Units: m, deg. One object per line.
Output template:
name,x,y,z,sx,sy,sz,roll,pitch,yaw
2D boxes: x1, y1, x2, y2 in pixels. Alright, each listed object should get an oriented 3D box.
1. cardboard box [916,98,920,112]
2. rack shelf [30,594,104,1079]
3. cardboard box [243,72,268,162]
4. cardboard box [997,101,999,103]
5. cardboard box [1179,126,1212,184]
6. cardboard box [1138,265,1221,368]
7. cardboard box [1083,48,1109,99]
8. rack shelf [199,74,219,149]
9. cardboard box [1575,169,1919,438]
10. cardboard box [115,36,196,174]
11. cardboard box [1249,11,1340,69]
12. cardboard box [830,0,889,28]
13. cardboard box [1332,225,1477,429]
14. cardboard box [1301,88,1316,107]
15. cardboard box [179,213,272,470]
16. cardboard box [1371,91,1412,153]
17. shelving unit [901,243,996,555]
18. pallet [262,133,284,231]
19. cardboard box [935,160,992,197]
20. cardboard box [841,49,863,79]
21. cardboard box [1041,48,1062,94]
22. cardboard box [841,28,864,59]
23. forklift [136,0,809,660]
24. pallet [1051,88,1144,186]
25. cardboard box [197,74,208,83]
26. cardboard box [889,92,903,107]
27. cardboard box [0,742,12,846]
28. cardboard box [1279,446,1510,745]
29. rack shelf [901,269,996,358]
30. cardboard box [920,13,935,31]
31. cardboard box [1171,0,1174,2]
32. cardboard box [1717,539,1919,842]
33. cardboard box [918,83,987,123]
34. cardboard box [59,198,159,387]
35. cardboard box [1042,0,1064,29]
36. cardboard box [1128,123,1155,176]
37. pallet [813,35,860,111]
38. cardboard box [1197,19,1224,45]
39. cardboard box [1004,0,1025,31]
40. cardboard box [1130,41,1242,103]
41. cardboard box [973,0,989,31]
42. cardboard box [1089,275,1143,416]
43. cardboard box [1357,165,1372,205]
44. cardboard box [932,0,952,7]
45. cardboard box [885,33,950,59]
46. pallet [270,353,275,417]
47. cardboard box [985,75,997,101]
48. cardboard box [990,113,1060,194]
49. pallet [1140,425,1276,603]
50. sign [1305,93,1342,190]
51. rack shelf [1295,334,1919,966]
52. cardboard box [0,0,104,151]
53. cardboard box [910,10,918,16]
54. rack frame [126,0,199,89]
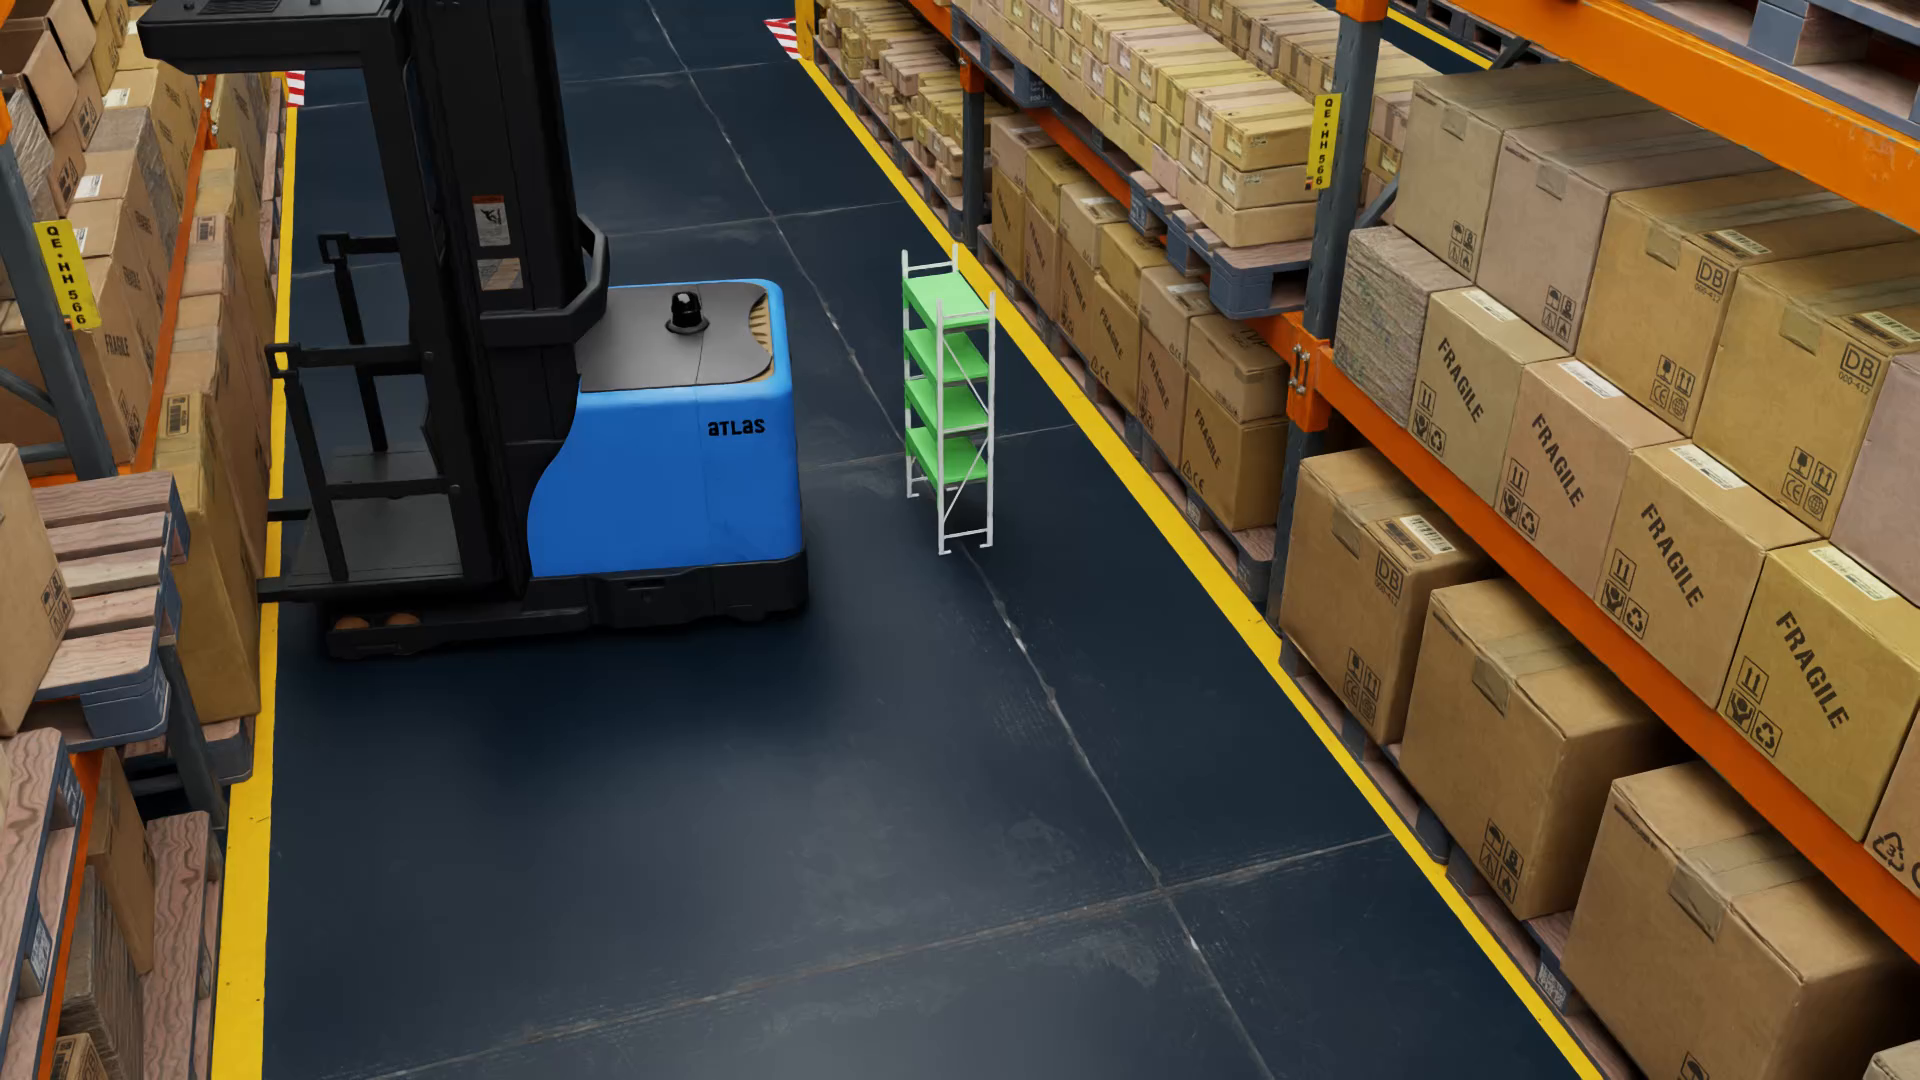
cardboard box,-0.064,-2.725,10.588,0.380,0.149,0.250,-10,35,-14
rack shelf,-2.413,1.154,3.435,1.077,0.370,4.000,-10,35,-15
cardboard box,-4.914,-2.885,10.441,0.875,0.875,0.875,-10,35,-15
cardboard box,0.355,-2.813,10.721,0.380,0.149,0.250,-12,35,-17
cardboard box,1.064,-1.494,6.368,0.380,0.149,0.250,-9,34,-13
cardboard box,1.109,-1.001,7.250,0.500,0.250,0.500,-10,35,-14
cardboard box,0.752,-2.031,7.180,0.380,0.149,0.250,-9,35,-14
rack shelf,-4.853,-3.046,9.791,1.077,0.370,4.000,-10,35,-15
cardboard box,2.173,-0.664,4.537,0.700,0.500,0.500,-11,35,-15
cardboard box,-3.696,-1.877,7.279,0.500,0.500,0.500,-9,34,-13
cardboard box,1.455,-2.122,7.048,0.380,0.149,0.250,-8,34,-13
cardboard box,-0.719,-3.801,11.946,0.380,0.149,0.250,-10,35,-15
cardboard box,1.611,-0.738,5.555,0.500,0.500,0.500,-10,35,-14
cardboard box,1.606,-1.741,6.741,0.380,0.149,0.250,-11,35,-16
cardboard box,-3.755,-0.783,7.261,1.225,0.875,0.875,-11,35,-16
cardboard box,1.774,-1.573,6.217,0.380,0.149,0.250,-10,35,-15
shelving unit,-0.050,-0.587,7.051,0.258,1.200,0.503,-10,35,-15
pallet,-4.776,-2.187,10.368,1.003,0.211,1.213,-10,35,-15
cardboard box,0.067,-2.212,10.081,0.380,0.149,0.250,-10,35,-14
cardboard box,-0.640,-3.429,11.923,0.380,0.149,0.250,-10,35,-14
cardboard box,0.597,-2.179,7.673,0.380,0.149,0.250,-11,35,-16
cardboard box,-0.630,-3.549,11.835,0.380,0.149,0.250,-9,34,-13
forklift,-2.175,-1.063,6.200,3.031,2.935,1.130,-4,34,-6
pallet,1.089,-1.929,7.623,1.003,0.211,1.213,-10,35,-15
cardboard box,-4.017,-2.403,8.393,0.380,0.149,0.250,-10,35,-15
cardboard box,-0.264,-2.903,11.128,0.380,0.149,0.250,-9,35,-14
cardboard box,-2.257,0.515,3.491,0.396,0.266,0.258,-11,35,-16
cardboard box,1.832,0.121,6.006,1.050,0.750,0.750,-10,35,-15
rack shelf,-0.050,-0.935,6.821,0.258,0.148,0.480,-10,35,-15
cardboard box,-0.065,-3.773,11.905,0.380,0.149,0.250,-11,35,-17
cardboard box,1.131,-2.673,7.882,0.380,0.149,0.250,-11,35,-16
cardboard box,2.229,0.322,3.952,0.500,0.500,0.500,-10,35,-14
cardboard box,-0.044,-2.711,10.297,0.380,0.149,0.250,-10,35,-15
cardboard box,-3.072,-0.809,5.663,0.500,0.500,0.500,-11,35,-16
cardboard box,0.589,-2.433,7.518,0.380,0.149,0.250,-9,34,-13
cardboard box,0.918,-1.626,6.837,0.380,0.149,0.250,-10,35,-15
pallet,-0.472,-3.542,12.418,1.003,0.211,1.213,-10,35,-15
cardboard box,1.295,-2.276,7.551,0.380,0.149,0.250,-9,34,-13
cardboard box,0.433,-2.580,8.011,0.380,0.149,0.250,-11,35,-17
cardboard box,0.906,-1.885,6.689,0.380,0.149,0.250,-9,35,-13
cardboard box,0.284,-2.719,8.491,0.380,0.149,0.250,-9,35,-14
cardboard box,0.950,-0.959,7.867,0.500,0.500,0.500,-12,35,-17
cardboard box,1.706,-1.457,6.581,0.380,0.149,0.250,-8,34,-12
cardboard box,0.019,-3.200,9.600,0.380,0.149,0.250,-11,35,-16
cardboard box,-0.284,-3.276,11.152,0.380,0.149,0.250,-10,35,-15
pallet,-3.936,-0.740,8.179,1.003,0.211,1.213,-10,35,-15
cardboard box,0.351,-2.939,10.642,0.380,0.149,0.250,-11,35,-16
cardboard box,0.485,-2.090,8.898,0.500,0.250,0.500,-12,35,-17
pallet,1.494,-0.224,7.398,1.003,0.211,1.213,-10,35,-15
sign,1.218,-1.331,5.565,0.100,0.325,0.005,-10,35,-15
rack shelf,2.342,0.373,4.617,1.077,0.370,4.000,-10,35,-15
cardboard box,-3.638,-1.736,6.156,0.797,0.503,0.637,-9,34,-13
cardboard box,-0.248,-3.912,12.384,0.380,0.149,0.250,-11,35,-16
rack frame,-4.243,-2.296,8.004,1.000,3.000,0.127,-10,35,-15
